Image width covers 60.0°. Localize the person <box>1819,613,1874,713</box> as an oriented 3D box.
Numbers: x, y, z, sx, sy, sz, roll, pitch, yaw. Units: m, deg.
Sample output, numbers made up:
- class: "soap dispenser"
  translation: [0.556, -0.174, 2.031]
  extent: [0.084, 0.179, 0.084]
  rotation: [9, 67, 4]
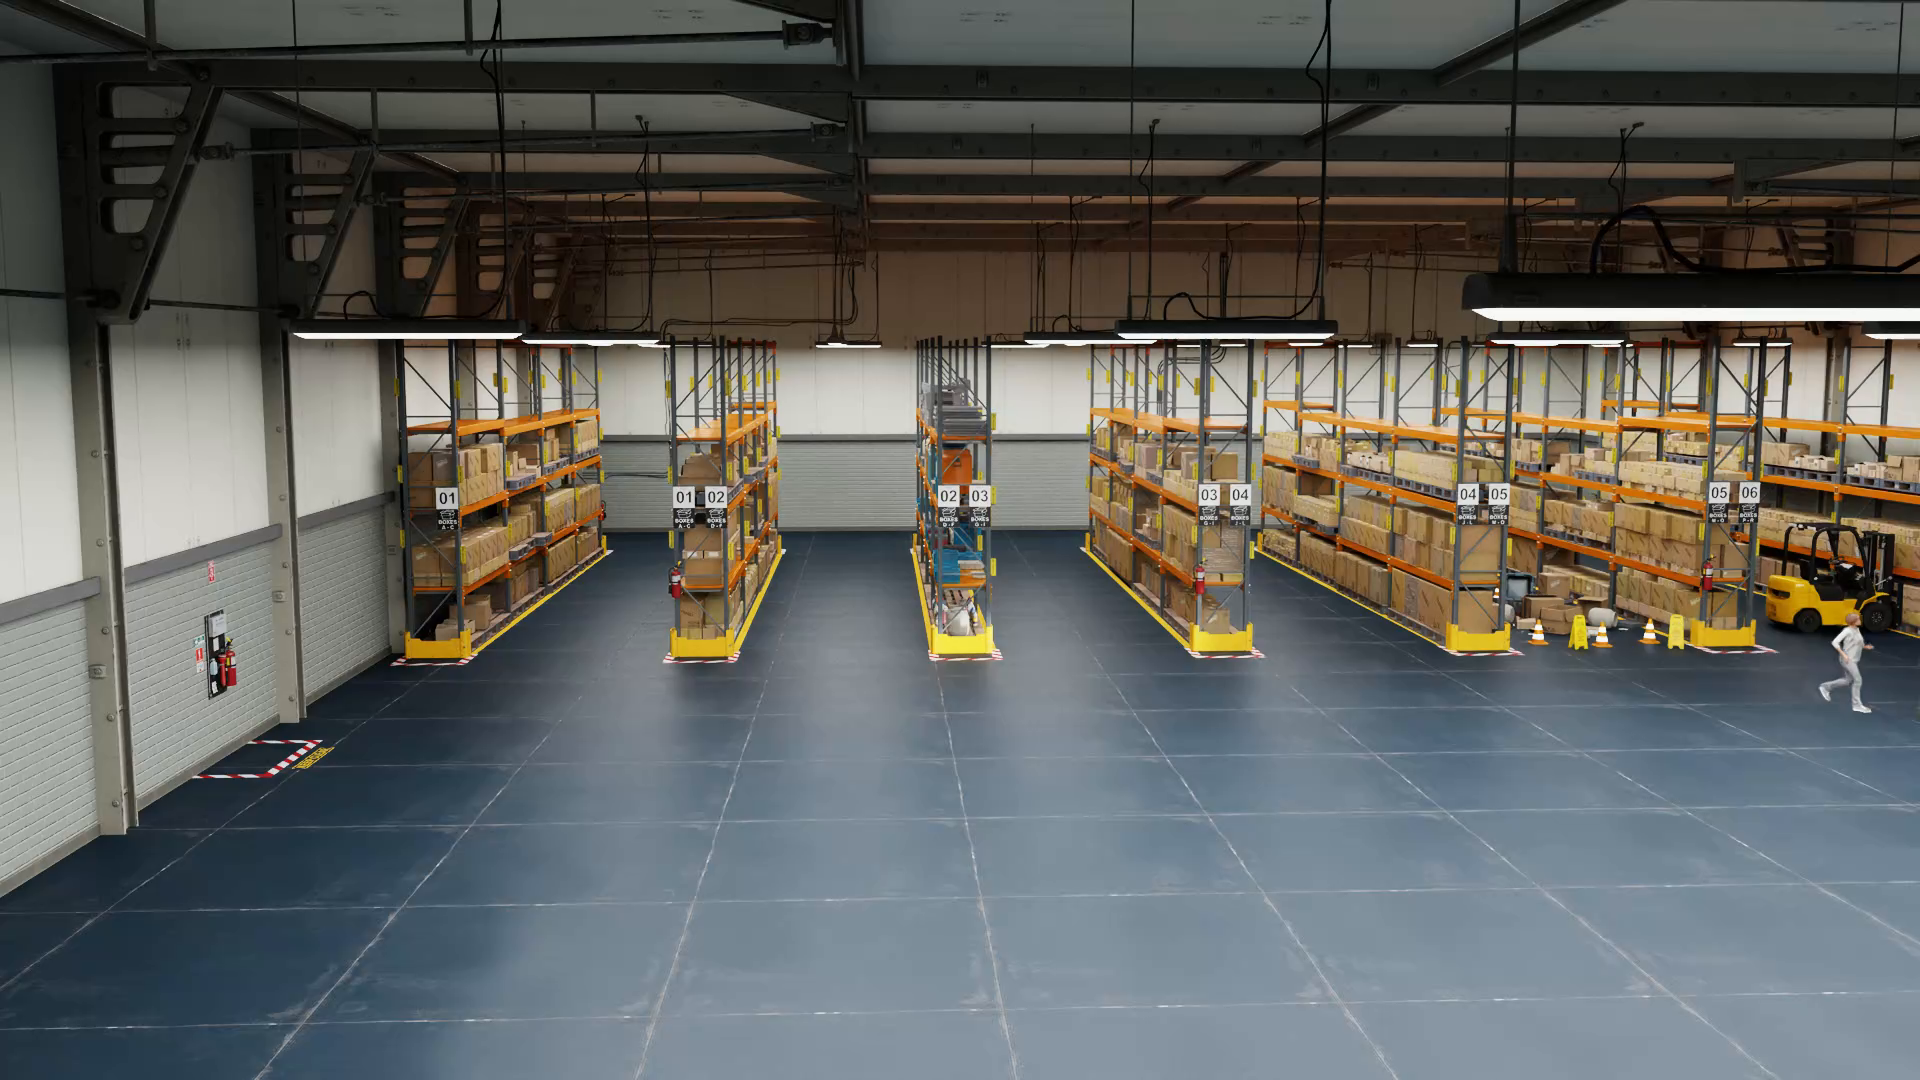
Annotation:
- class: "person"
  translation: [14.116, 1.933, 26.475]
  extent: [0.804, 1.561, 0.538]
  rotation: [6, 9, 45]
